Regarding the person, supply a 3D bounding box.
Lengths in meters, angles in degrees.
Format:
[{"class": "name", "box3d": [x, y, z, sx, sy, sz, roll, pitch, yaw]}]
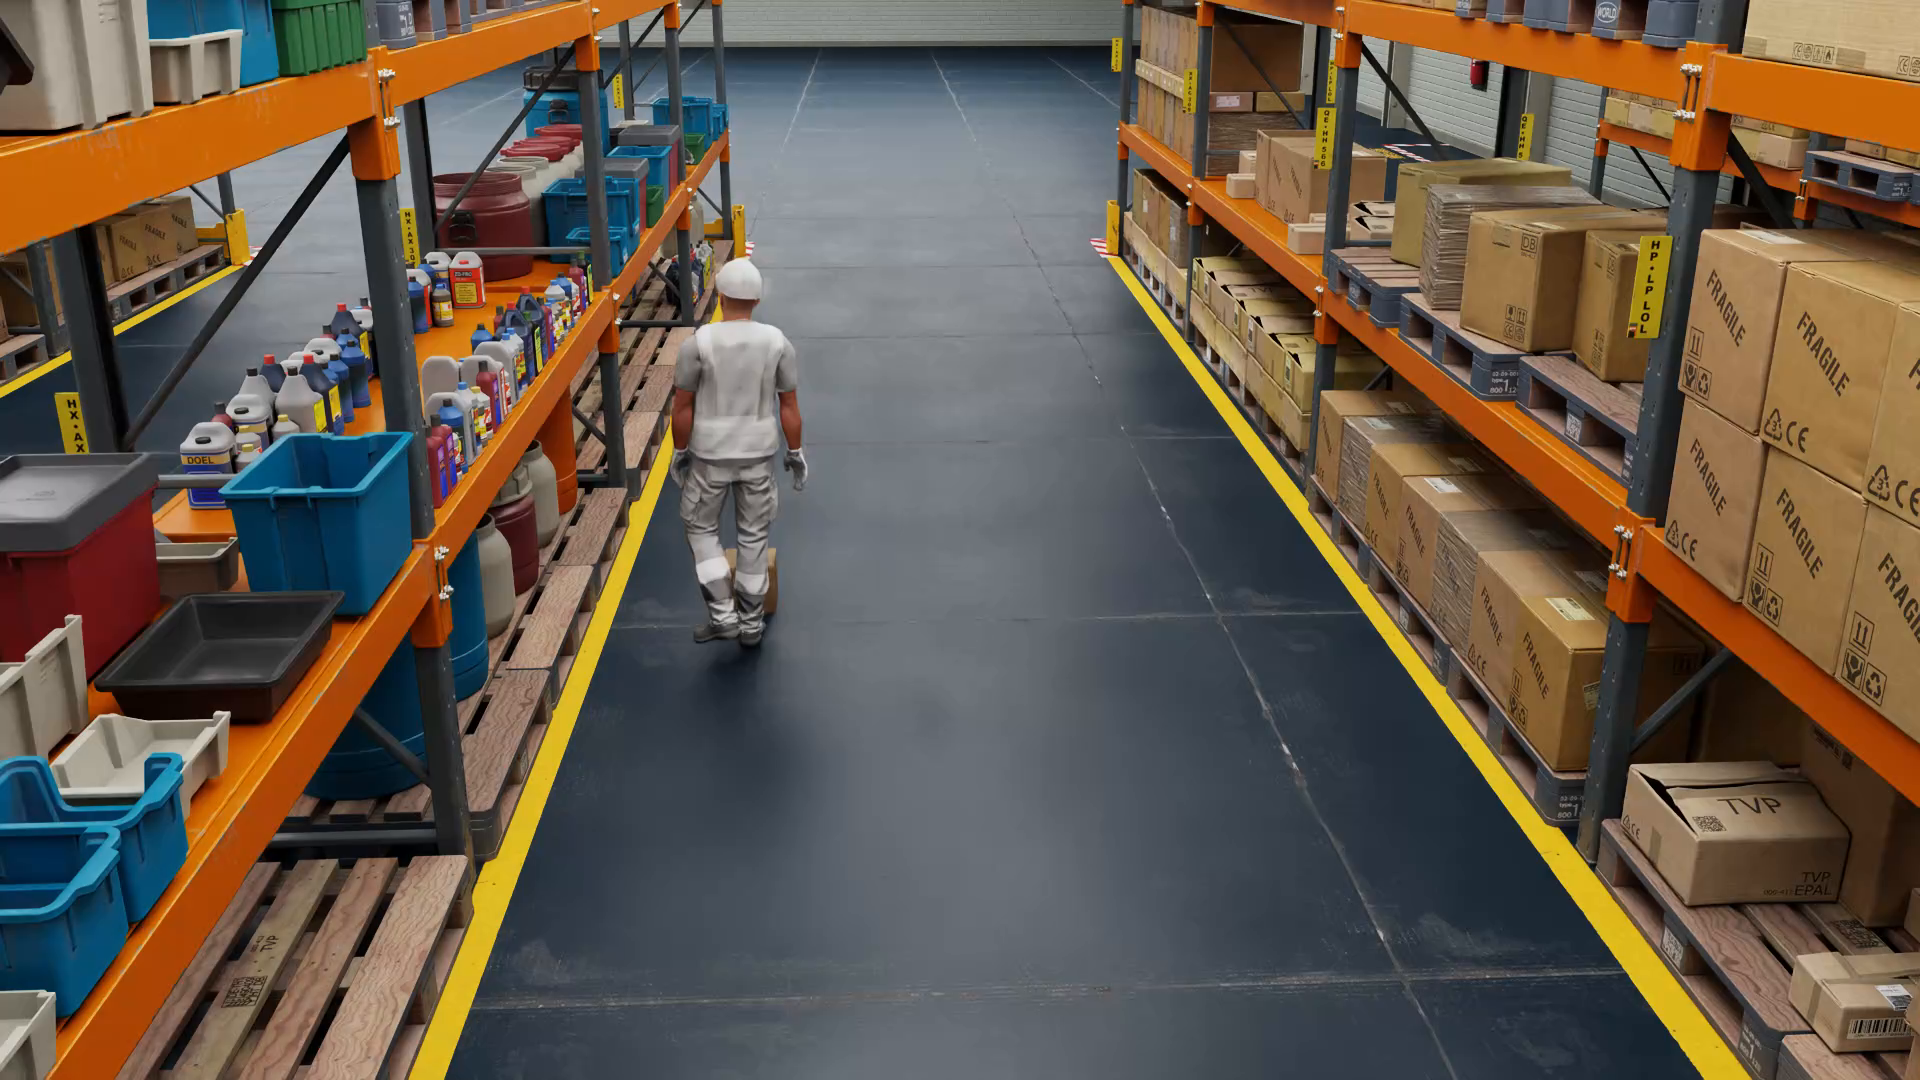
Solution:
[{"class": "person", "box3d": [-0.990, -0.368, 7.470, 0.617, 1.792, 0.461, -6, 21, -15]}]
